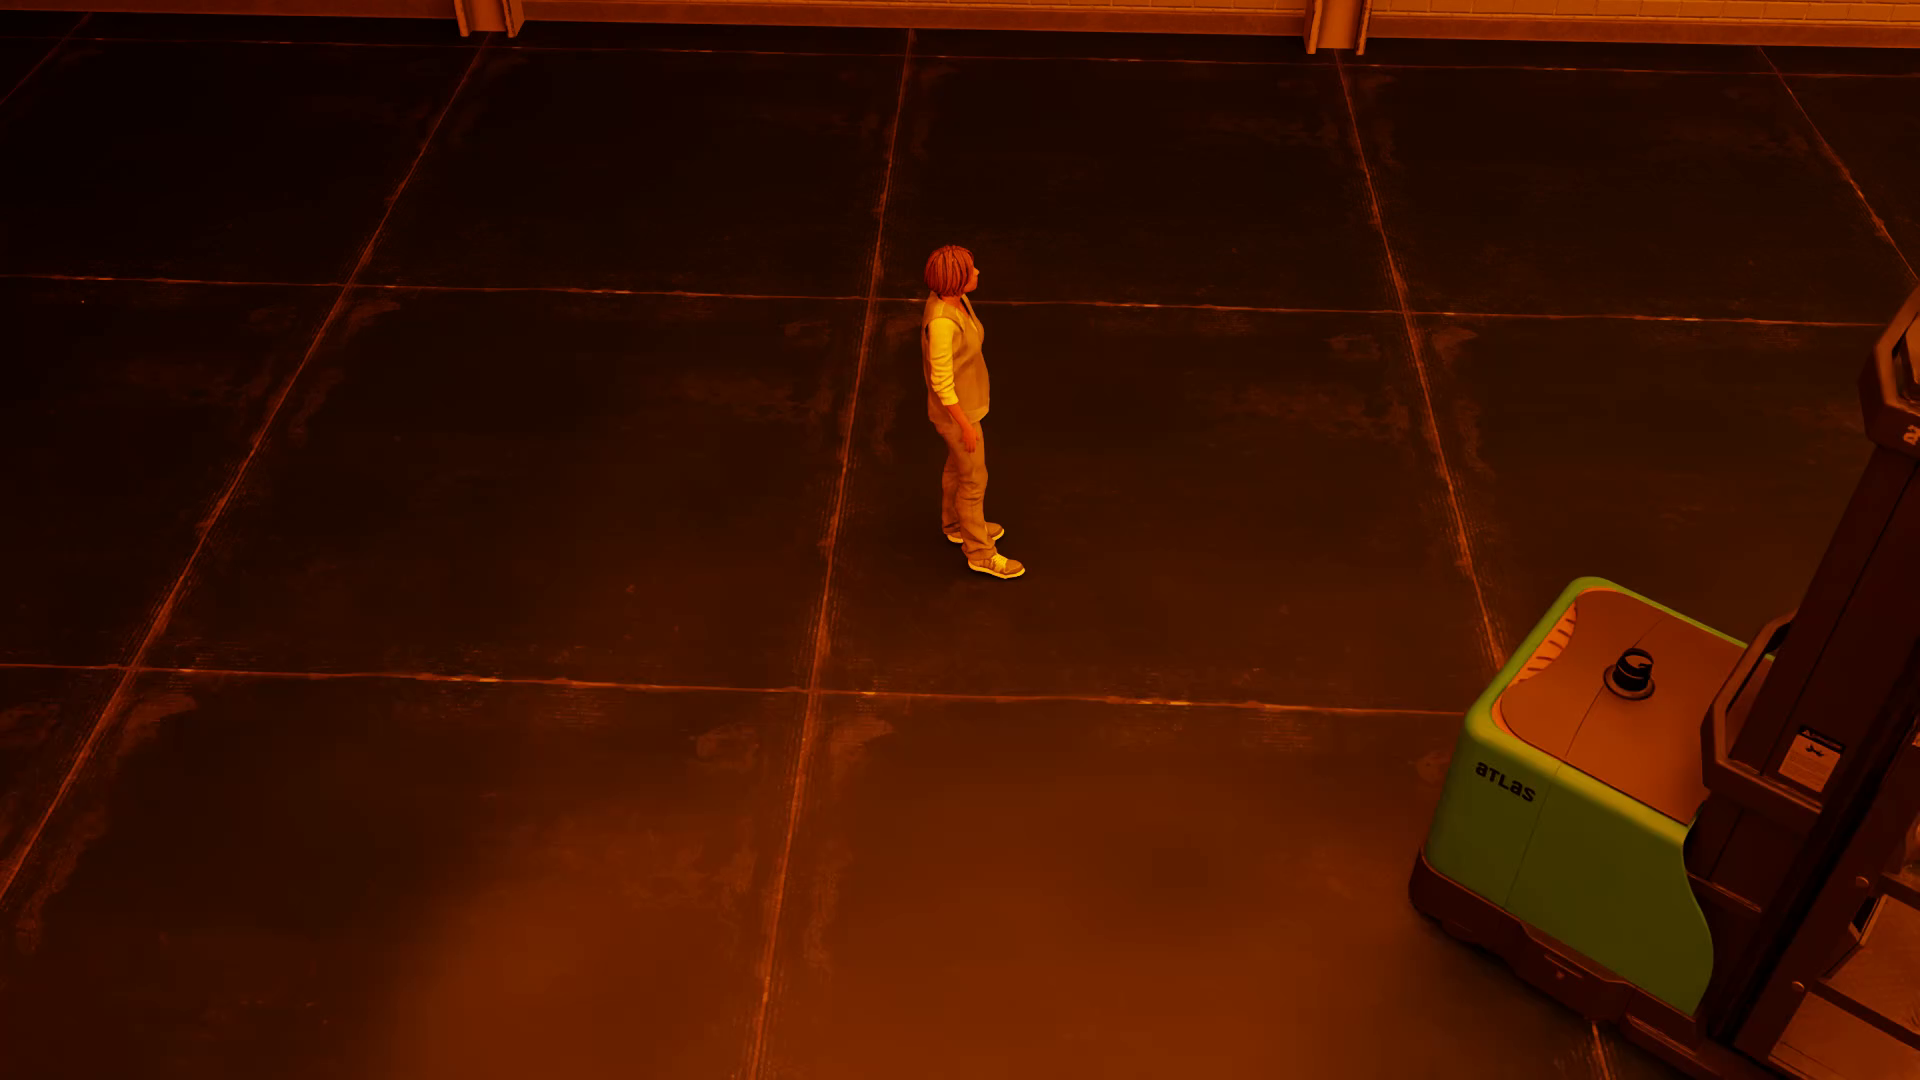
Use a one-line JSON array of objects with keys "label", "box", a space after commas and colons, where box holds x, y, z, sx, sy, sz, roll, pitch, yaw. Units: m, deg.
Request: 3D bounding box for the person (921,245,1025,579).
[{"label": "person", "box": [0.073, -0.583, 7.360, 0.475, 1.597, 0.520, 2, 42, 2]}]

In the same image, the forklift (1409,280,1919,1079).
[{"label": "forklift", "box": [3.171, 0.702, 4.973, 3.031, 2.935, 1.130, 29, 50, 28]}]
